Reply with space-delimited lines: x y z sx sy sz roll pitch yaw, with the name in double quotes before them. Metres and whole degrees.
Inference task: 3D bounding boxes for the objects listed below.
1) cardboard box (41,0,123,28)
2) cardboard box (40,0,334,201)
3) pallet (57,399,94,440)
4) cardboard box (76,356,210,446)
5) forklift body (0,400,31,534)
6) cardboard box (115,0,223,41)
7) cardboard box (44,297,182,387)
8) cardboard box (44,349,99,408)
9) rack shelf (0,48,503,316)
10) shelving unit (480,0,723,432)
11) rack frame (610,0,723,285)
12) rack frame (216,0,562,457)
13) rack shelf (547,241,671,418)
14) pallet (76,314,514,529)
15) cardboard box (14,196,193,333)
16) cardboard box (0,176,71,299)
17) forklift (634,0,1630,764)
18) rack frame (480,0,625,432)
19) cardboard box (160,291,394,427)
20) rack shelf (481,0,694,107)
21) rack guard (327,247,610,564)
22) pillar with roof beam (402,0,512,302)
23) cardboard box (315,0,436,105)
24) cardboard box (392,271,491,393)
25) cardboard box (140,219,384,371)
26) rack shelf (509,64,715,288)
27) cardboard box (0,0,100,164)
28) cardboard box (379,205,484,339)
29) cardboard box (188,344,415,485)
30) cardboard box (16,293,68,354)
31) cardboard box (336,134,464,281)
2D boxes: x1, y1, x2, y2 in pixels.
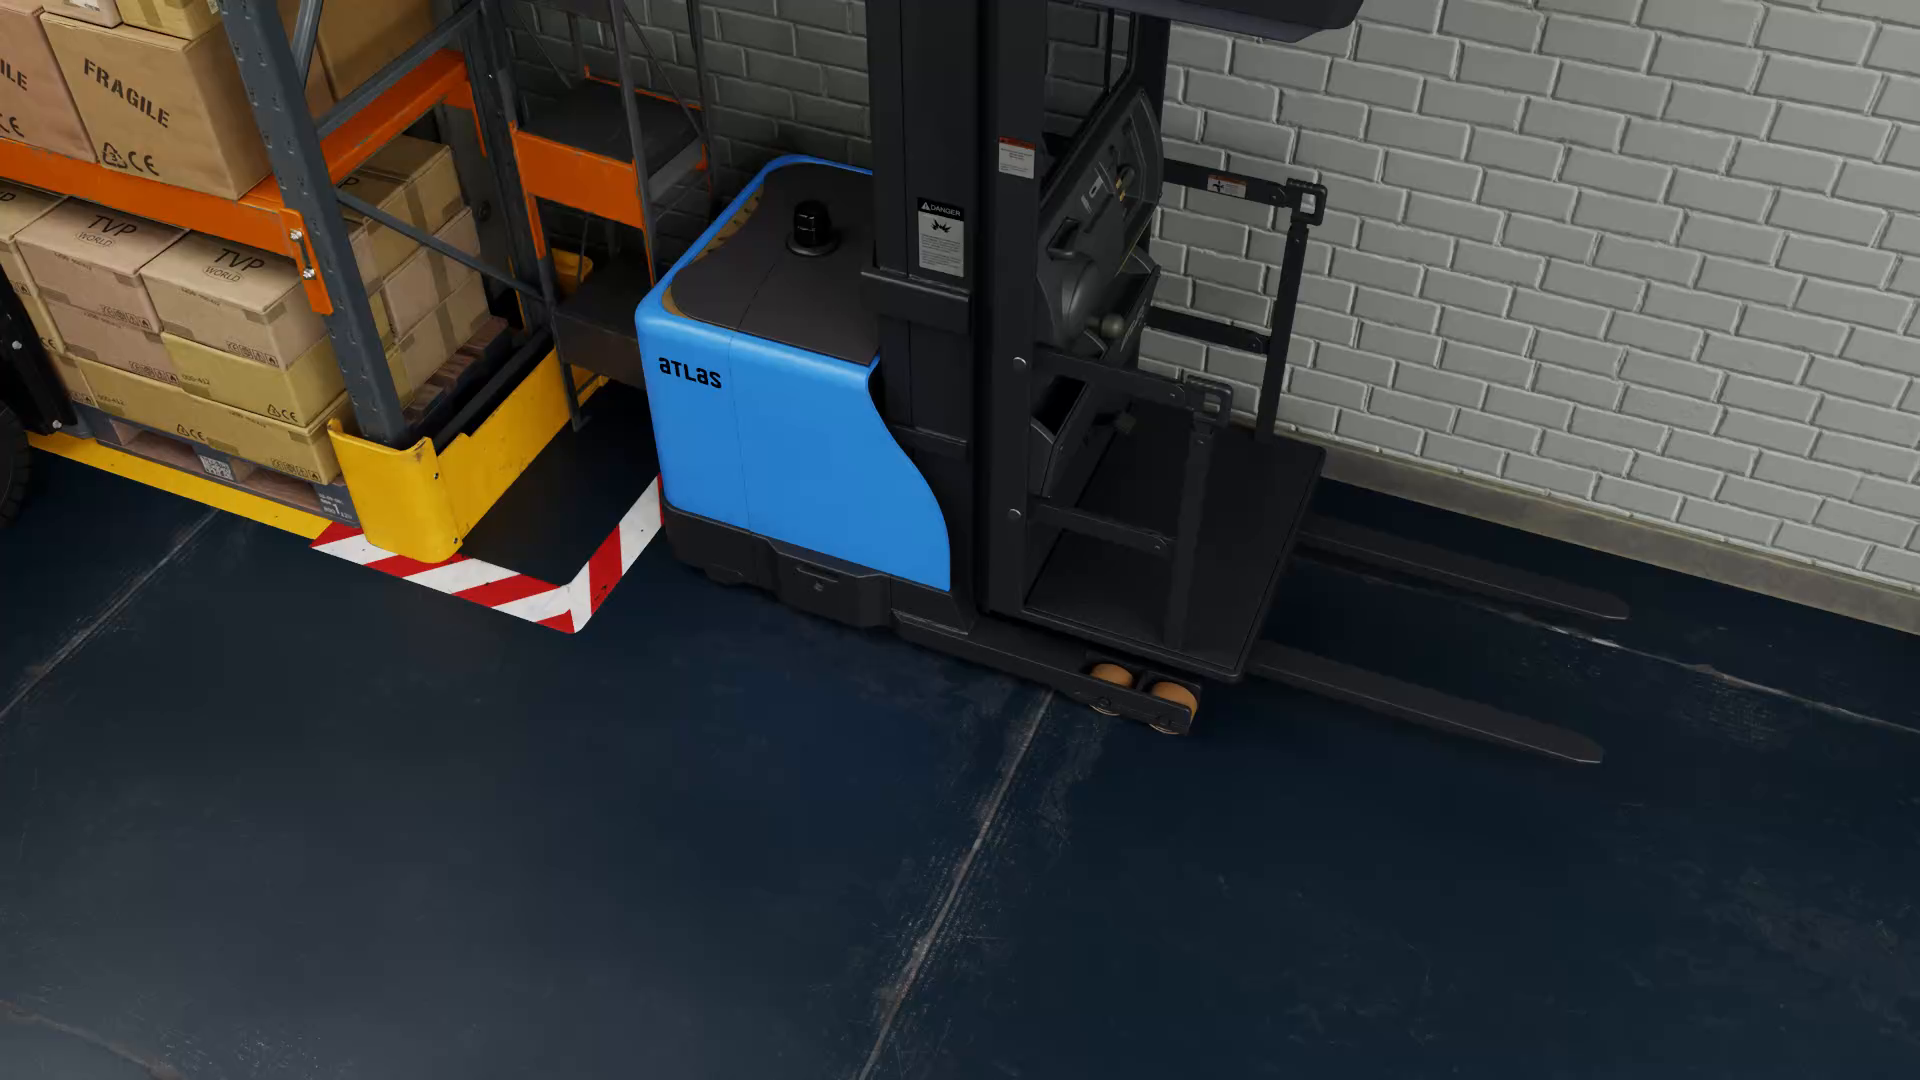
"cardboard box" -2.396 -1.629 4.730 0.250 0.149 0.380 17 47 16
"cardboard box" -2.276 -1.400 4.960 0.500 0.500 0.500 15 47 15
"pallet" -3.564 -0.927 6.531 1.213 0.211 1.003 16 47 16
"cardboard box" -2.731 -0.640 5.918 0.500 0.250 0.500 16 47 16
"forklift body" -4.173 -0.429 4.656 1.214 2.155 2.313 16 47 16
"cardboard box" -2.148 -1.579 4.680 0.250 0.149 0.380 17 47 16
"cardboard box" -2.749 -0.826 5.750 0.500 0.250 0.500 16 47 15
"cardboard box" -3.189 -0.781 6.060 0.500 0.250 0.500 17 47 16
"rack shelf" -3.566 -1.690 5.832 4.000 0.370 1.077 16 47 16
"shelving unit" -1.115 -1.191 5.459 0.503 2.100 0.431 20 48 19
"rack frame" -0.898 -1.113 5.380 0.015 2.100 0.400 20 48 19
"rack frame" -1.720 -1.402 5.033 0.127 3.000 1.000 16 47 16
"rack shelf" -1.115 -0.686 5.962 0.480 0.518 0.431 20 48 19
"pallet" -2.442 -0.594 6.197 1.213 0.211 1.003 16 47 16
"cardboard box" -2.739 -0.988 5.559 0.500 0.250 0.500 17 47 17
"cardboard box" -3.209 -1.118 5.690 0.500 0.250 0.500 17 47 16
"forklift" 0.580 -0.868 4.544 3.031 2.935 1.130 16 47 16
"rack frame" -1.332 -1.270 5.538 0.015 2.100 0.400 20 48 19
"cardboard box" -2.290 -0.682 5.606 0.500 0.250 0.500 16 47 15
"rack shelf" -1.115 -1.678 4.975 0.480 0.518 0.431 20 48 19
"rack guard" -1.698 -0.510 5.908 0.348 0.500 1.175 16 47 16
"pillar with roof beam" -3.674 -1.502 0.880 0.400 9.000 9.100 16 47 16
"cardboard box" -2.071 -1.753 5.314 0.500 0.500 0.500 18 48 17
"cardboard box" -2.099 -0.837 6.116 0.500 0.250 0.500 17 47 16
"cardboard box" -2.266 -0.853 5.423 0.500 0.250 0.500 18 48 17
"rack shelf" -1.115 -1.182 5.468 0.480 0.518 0.431 20 48 19
"cardboard box" -2.751 -1.547 5.108 0.500 0.500 0.500 18 48 17
"cardboard box" -2.074 -1.017 5.942 0.500 0.250 0.500 17 47 17
"cardboard box" -2.276 -0.498 5.776 0.500 0.250 0.500 17 47 16
"cardboard box" -3.233 -0.952 5.877 0.500 0.250 0.500 15 47 15
"cardboard box" -2.091 -1.185 5.757 0.500 0.250 0.500 16 47 15
